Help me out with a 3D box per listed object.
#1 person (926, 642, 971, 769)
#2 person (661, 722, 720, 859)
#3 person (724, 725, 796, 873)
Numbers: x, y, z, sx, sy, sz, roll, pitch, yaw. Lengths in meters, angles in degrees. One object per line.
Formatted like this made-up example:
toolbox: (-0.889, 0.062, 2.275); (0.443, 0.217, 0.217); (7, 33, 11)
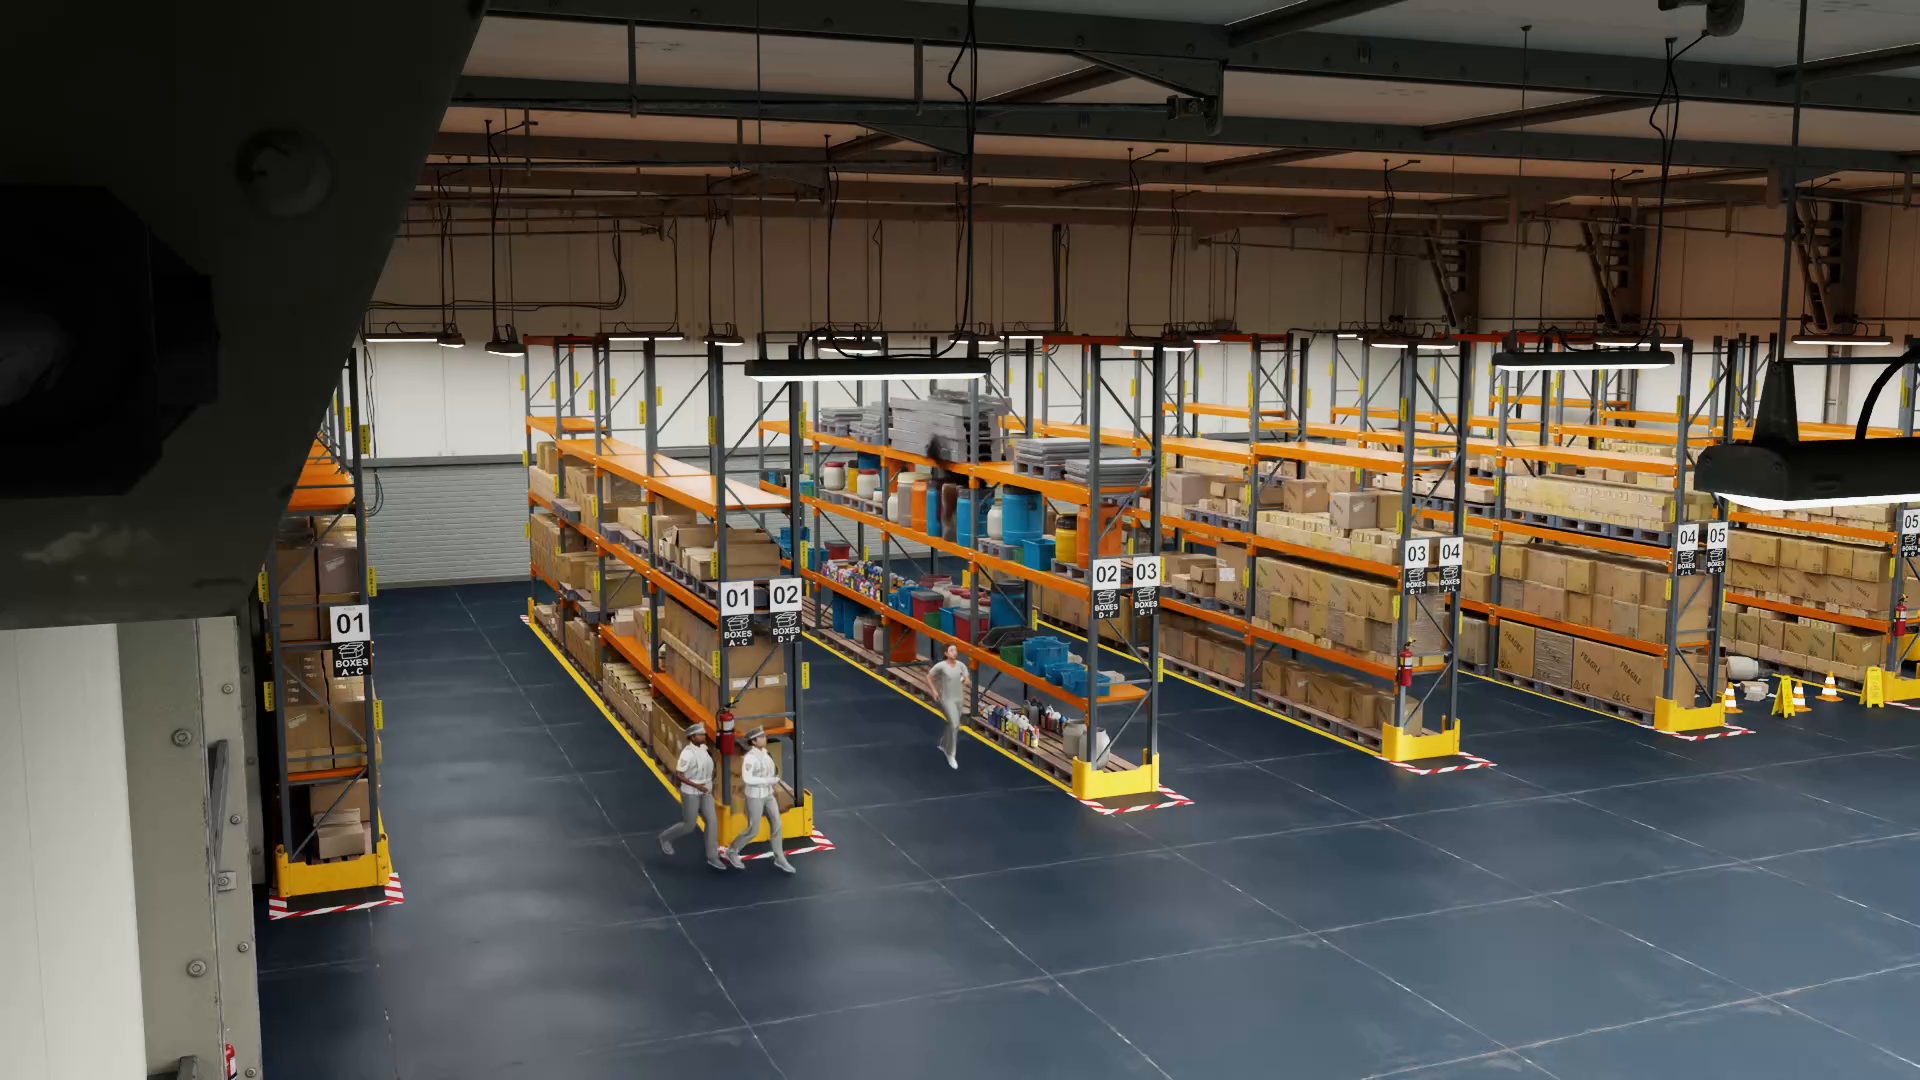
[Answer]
person: (-0.126, 2.265, 23.012); (0.531, 1.716, 0.730); (-5, 9, -33)
person: (-3.097, 2.895, 19.354); (0.757, 1.602, 0.568); (4, 9, 29)
person: (-2.297, 2.957, 19.022); (0.825, 1.721, 0.620); (3, 8, 21)
